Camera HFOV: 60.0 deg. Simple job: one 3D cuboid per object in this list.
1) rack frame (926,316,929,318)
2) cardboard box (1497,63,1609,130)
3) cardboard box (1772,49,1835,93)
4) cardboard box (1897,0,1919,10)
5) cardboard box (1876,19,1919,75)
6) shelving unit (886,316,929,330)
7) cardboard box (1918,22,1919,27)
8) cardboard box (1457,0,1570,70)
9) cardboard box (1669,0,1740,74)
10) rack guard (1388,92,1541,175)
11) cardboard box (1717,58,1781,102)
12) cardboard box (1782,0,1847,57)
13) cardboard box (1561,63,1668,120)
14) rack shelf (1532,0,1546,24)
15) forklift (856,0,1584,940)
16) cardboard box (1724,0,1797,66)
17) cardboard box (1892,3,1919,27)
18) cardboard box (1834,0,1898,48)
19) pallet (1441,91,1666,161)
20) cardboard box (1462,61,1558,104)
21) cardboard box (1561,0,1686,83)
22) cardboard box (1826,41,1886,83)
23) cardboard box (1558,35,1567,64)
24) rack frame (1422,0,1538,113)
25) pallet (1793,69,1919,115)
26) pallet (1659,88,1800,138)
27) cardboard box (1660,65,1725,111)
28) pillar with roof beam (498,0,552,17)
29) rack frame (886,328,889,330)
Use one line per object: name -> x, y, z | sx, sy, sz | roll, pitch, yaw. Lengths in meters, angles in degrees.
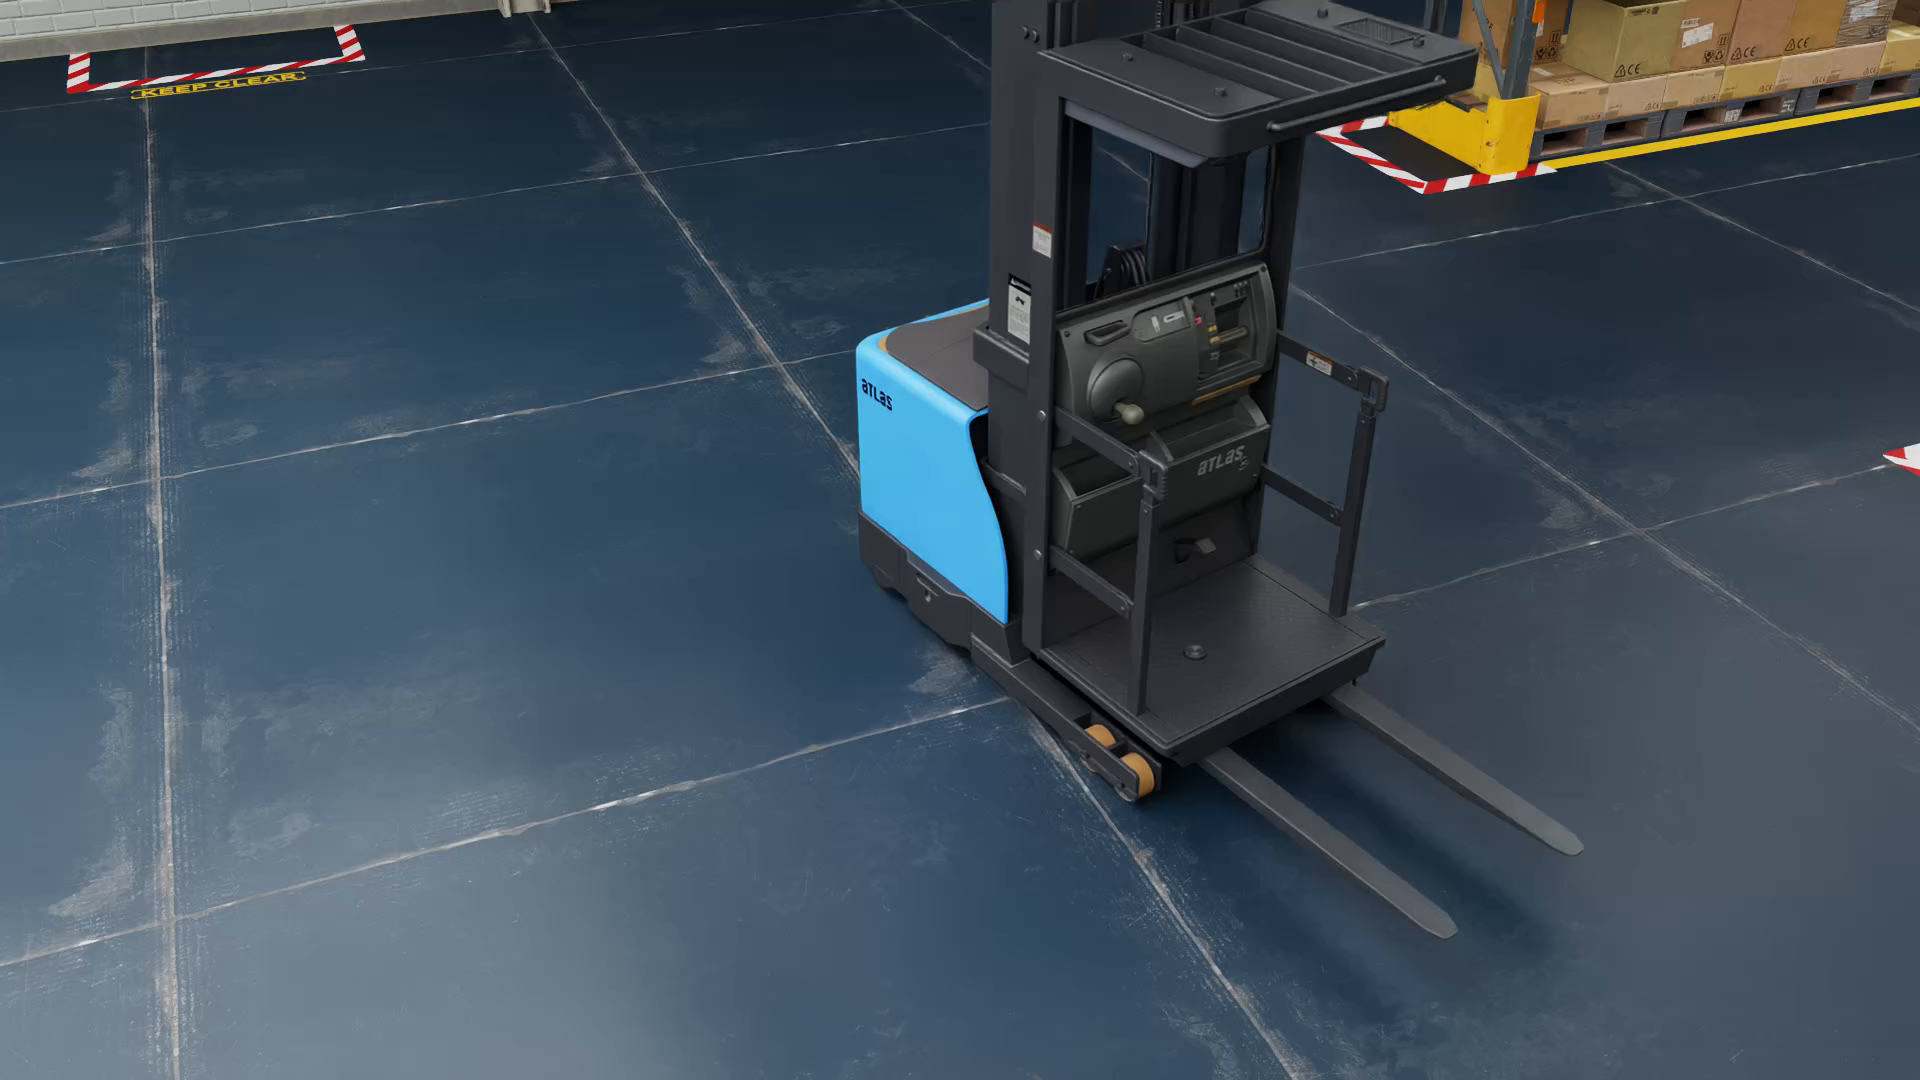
rack frame -> -0.071, -0.523, 7.228 | 0.006, 0.900, 0.240 | -21, 39, -29
cardboard box -> 4.005, -3.005, 11.254 | 0.500, 0.250, 0.500 | -13, 35, -19
cardboard box -> 5.849, -3.427, 11.903 | 0.500, 0.250, 0.500 | -13, 35, -19
cardboard box -> 7.375, -4.313, 12.750 | 0.500, 0.311, 0.500 | -13, 35, -19
cardboard box -> 6.769, -3.640, 12.231 | 0.500, 0.250, 0.500 | -13, 35, -19
shelving unit -> -0.154, -0.490, 7.178 | 0.210, 0.900, 0.258 | -21, 39, -29
cardboard box -> 7.580, -3.809, 12.490 | 0.500, 0.250, 0.500 | -14, 35, -20
cardboard box -> 3.803, -3.581, 11.452 | 0.500, 0.500, 0.500 | -13, 35, -19
cardboard box -> 4.921, -3.538, 11.386 | 0.500, 0.500, 0.500 | -13, 35, -19
rack guard -> 3.402, -2.927, 11.291 | 0.348, 0.500, 1.175 | -13, 35, -19
cardboard box -> 5.388, -3.321, 11.740 | 0.500, 0.250, 0.500 | -13, 35, -19
cardboard box -> 5.844, -3.748, 11.708 | 0.500, 0.500, 0.500 | -13, 35, -19
cardboard box -> 4.464, -3.113, 11.419 | 0.500, 0.250, 0.500 | -13, 35, -19
rack shelf -> 5.268, -4.101, 11.462 | 4.000, 0.370, 1.077 | -13, 35, -19
forklift -> 0.845, -0.616, 5.509 | 1.130, 2.935, 3.031 | -21, 39, -29
cardboard box -> 5.389, -3.635, 11.534 | 0.500, 0.500, 0.500 | -13, 35, -19
cardboard box -> 7.382, -4.082, 12.909 | 0.500, 0.250, 0.500 | -13, 35, -19
cardboard box -> 6.304, -3.855, 11.873 | 0.500, 0.500, 0.500 | -13, 35, -19
pallet -> 4.113, -2.994, 11.658 | 1.213, 0.211, 1.003 | -13, 35, -19
cardboard box -> 3.804, -3.266, 11.655 | 0.500, 0.250, 0.500 | -13, 35, -19
cardboard box -> 4.465, -3.426, 11.213 | 0.500, 0.500, 0.500 | -13, 35, -19
cardboard box -> 6.304, -3.540, 12.076 | 0.500, 0.250, 0.500 | -13, 35, -19
cardboard box -> 4.261, -3.377, 11.826 | 0.500, 0.250, 0.500 | -13, 35, -19
rack frame -> 3.424, -3.980, 10.617 | 0.127, 3.000, 1.000 | -13, 35, -19
pallet -> 6.363, -3.509, 12.450 | 1.213, 0.211, 1.003 | -13, 35, -19
pallet -> 5.236, -3.249, 12.050 | 1.213, 0.211, 1.003 | -13, 35, -19
cardboard box -> 4.925, -3.218, 11.581 | 0.500, 0.250, 0.500 | -13, 35, -19
pillar with roof beam -> -2.052, -6.136, 8.430 | 0.400, 9.000, 9.100 | -13, 35, -19
rack frame -> -0.236, -0.458, 7.128 | 0.006, 0.900, 0.240 | -21, 39, -29
